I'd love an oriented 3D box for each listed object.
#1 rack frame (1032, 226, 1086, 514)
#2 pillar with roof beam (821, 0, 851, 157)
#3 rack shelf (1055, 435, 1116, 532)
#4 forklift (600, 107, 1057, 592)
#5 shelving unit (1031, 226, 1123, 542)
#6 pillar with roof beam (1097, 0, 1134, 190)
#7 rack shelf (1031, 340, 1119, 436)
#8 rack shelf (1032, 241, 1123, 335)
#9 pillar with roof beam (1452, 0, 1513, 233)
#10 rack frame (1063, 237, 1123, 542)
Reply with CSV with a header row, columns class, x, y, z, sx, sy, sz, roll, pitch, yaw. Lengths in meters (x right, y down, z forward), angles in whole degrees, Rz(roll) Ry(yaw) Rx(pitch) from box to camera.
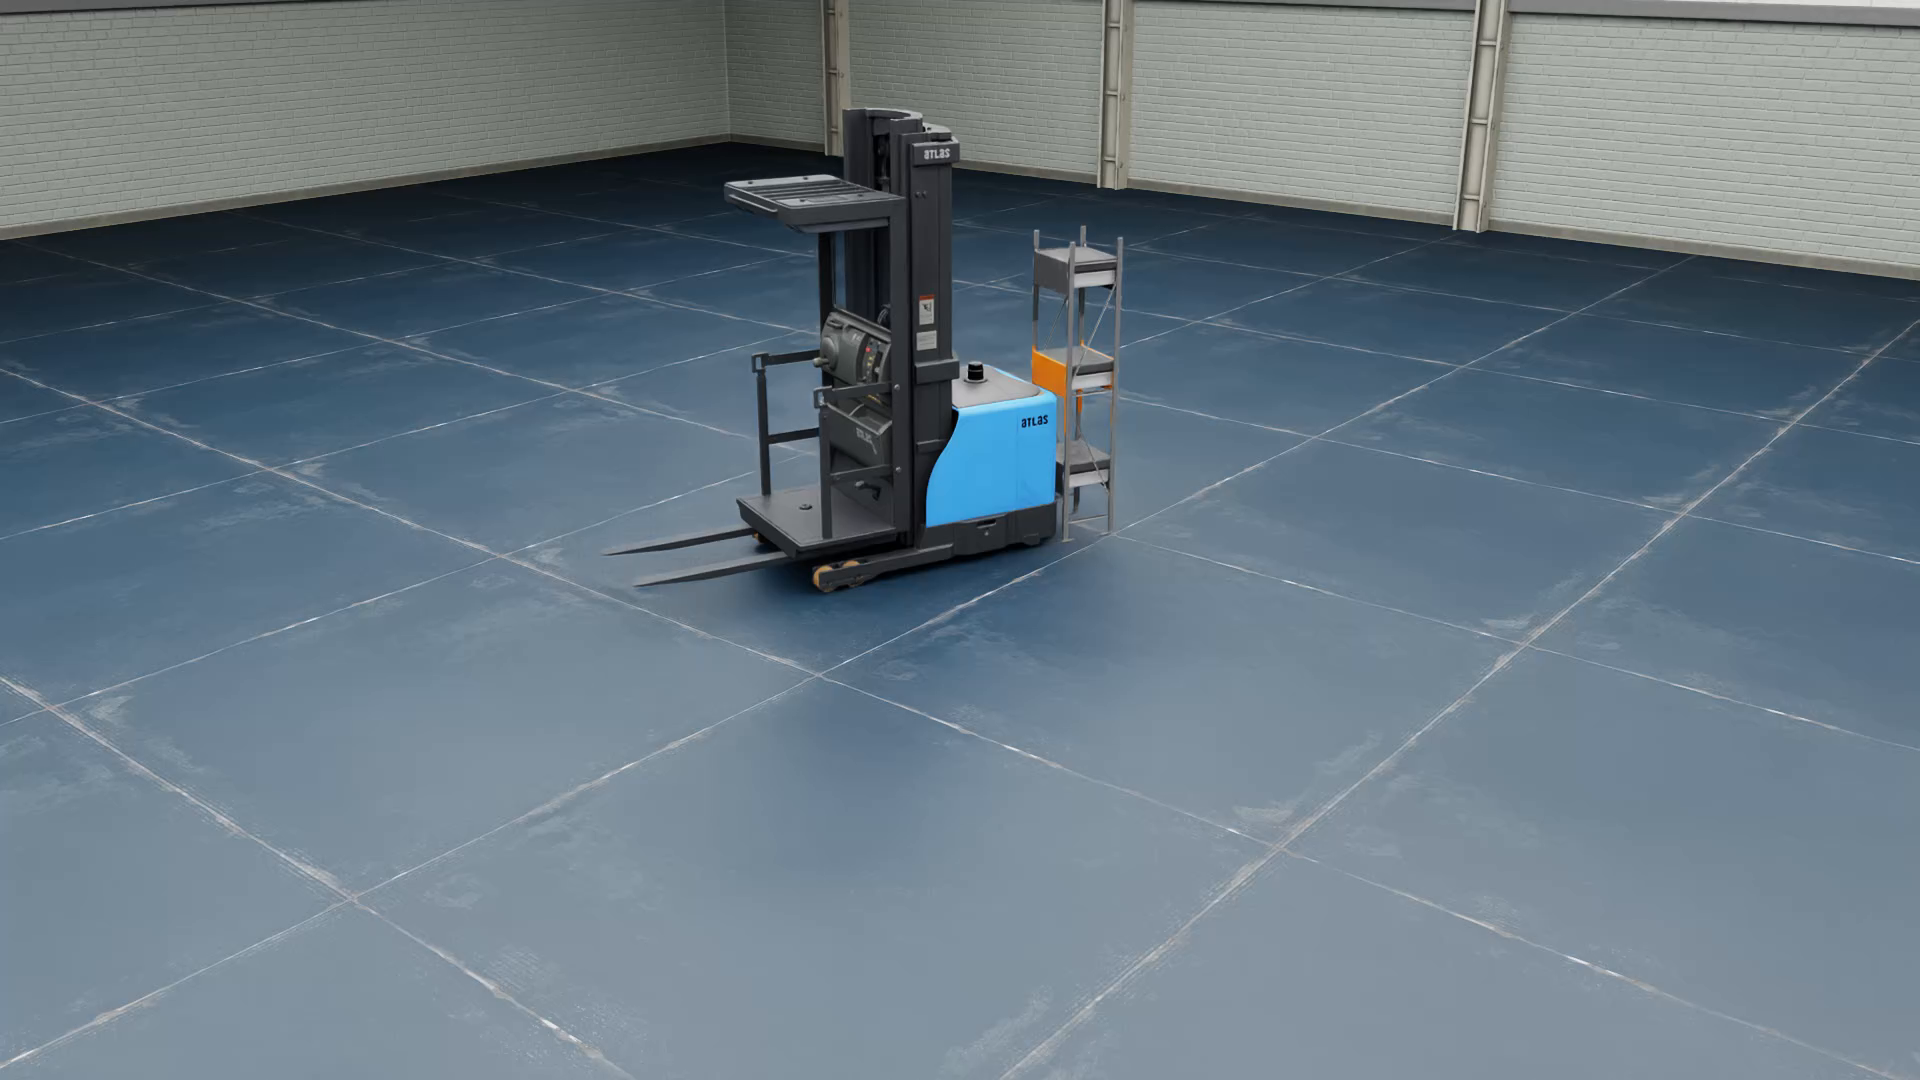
class,x,y,z,sx,sy,sz,roll,pitch,yaw
rack frame,0.685,-1.153,11.749,0.400,2.100,0.015,-10,23,-24
pillar with roof beam,-4.928,-10.023,25.494,0.400,9.000,9.100,16,26,36
rack shelf,0.792,-0.408,11.796,0.431,0.518,0.480,-10,23,-24
forklift,-0.865,-1.246,10.817,3.031,2.935,1.130,-11,23,-27
shelving unit,0.793,-1.076,11.544,0.431,2.100,0.503,-10,23,-24
pillar with roof beam,-0.280,-8.684,21.944,0.400,9.000,9.100,16,26,36
rack shelf,0.793,-1.063,11.549,0.431,0.518,0.480,-10,23,-24
rack shelf,0.793,-1.718,11.302,0.431,0.518,0.480,-10,23,-24
pillar with roof beam,4.369,-7.346,18.394,0.400,9.000,9.100,16,26,36
rack frame,0.901,-0.998,11.339,0.400,2.100,0.015,-10,23,-24
